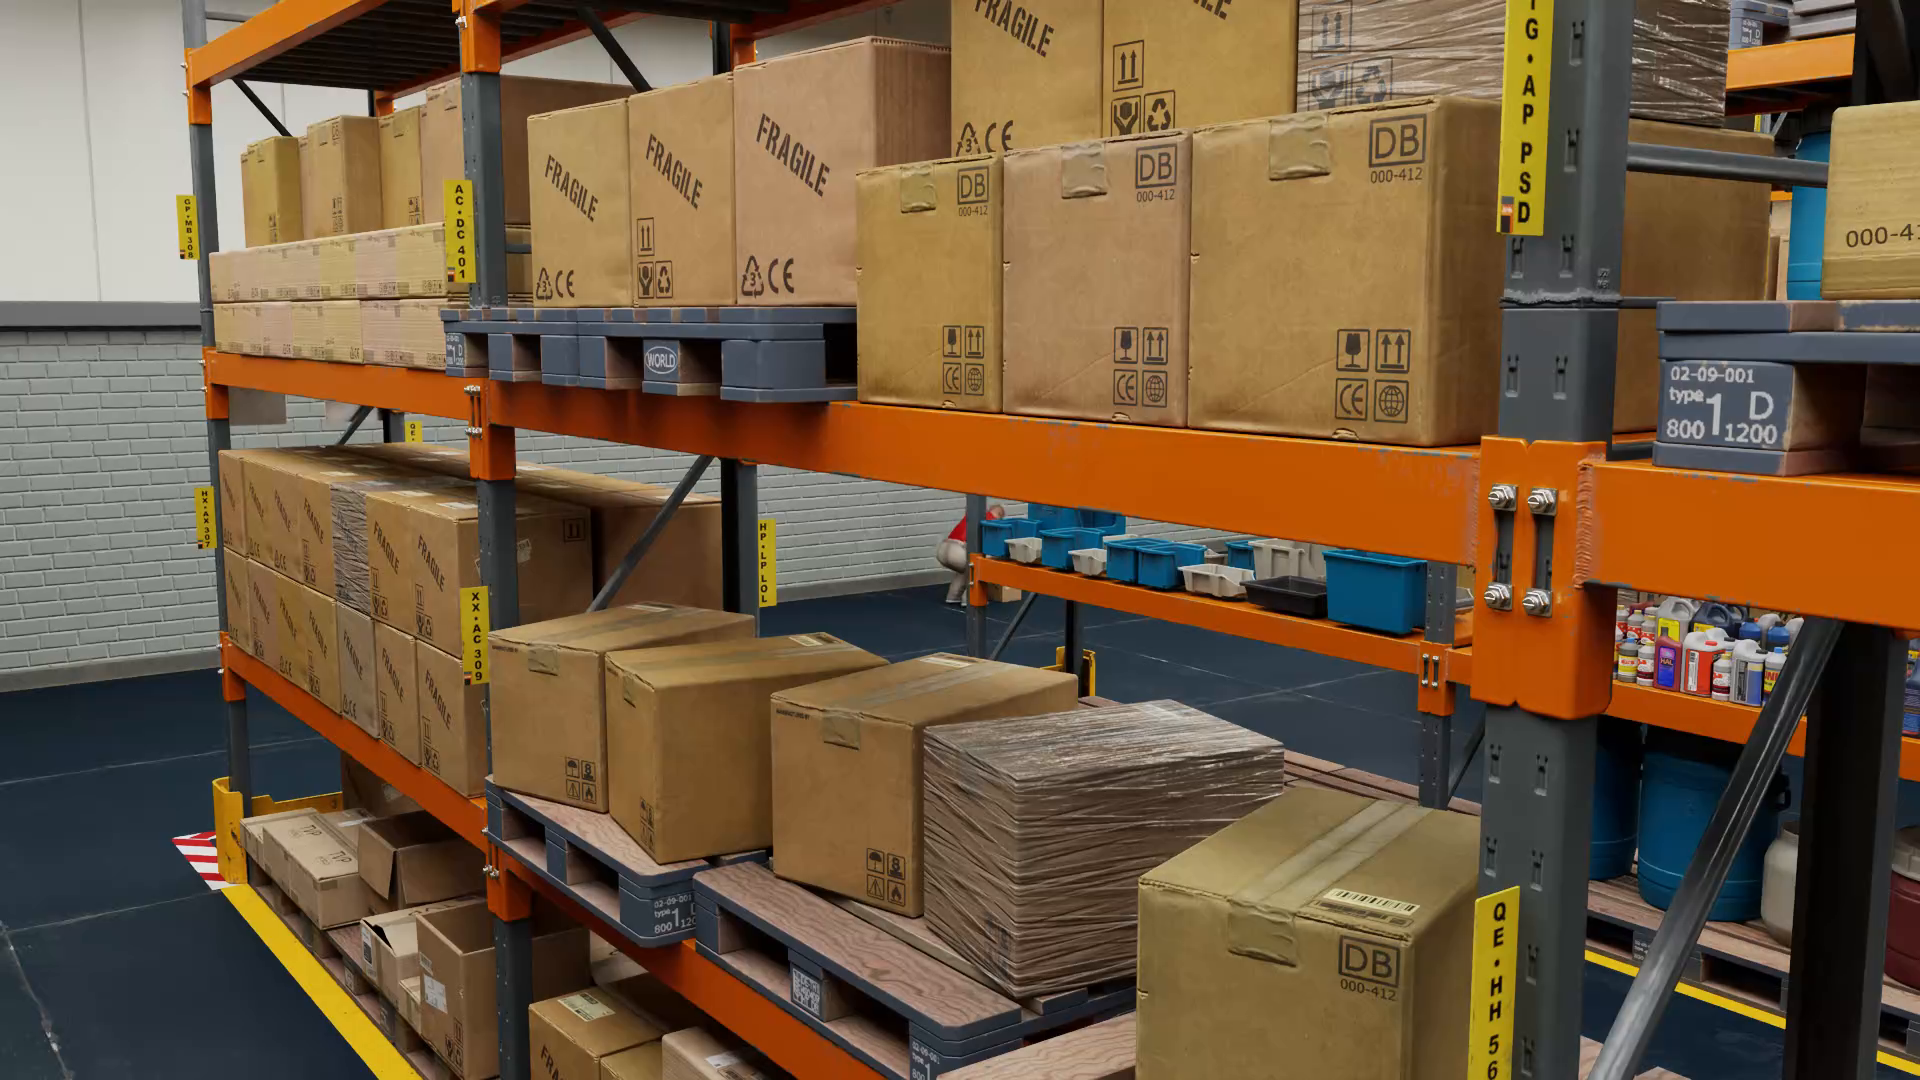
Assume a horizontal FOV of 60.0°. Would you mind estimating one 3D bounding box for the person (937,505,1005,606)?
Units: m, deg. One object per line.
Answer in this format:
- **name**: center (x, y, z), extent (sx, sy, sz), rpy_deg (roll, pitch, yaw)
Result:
- **person**: center (0.148, 0.165, 17.373), extent (0.867, 1.002, 0.569), rpy_deg (-6, 10, -36)
